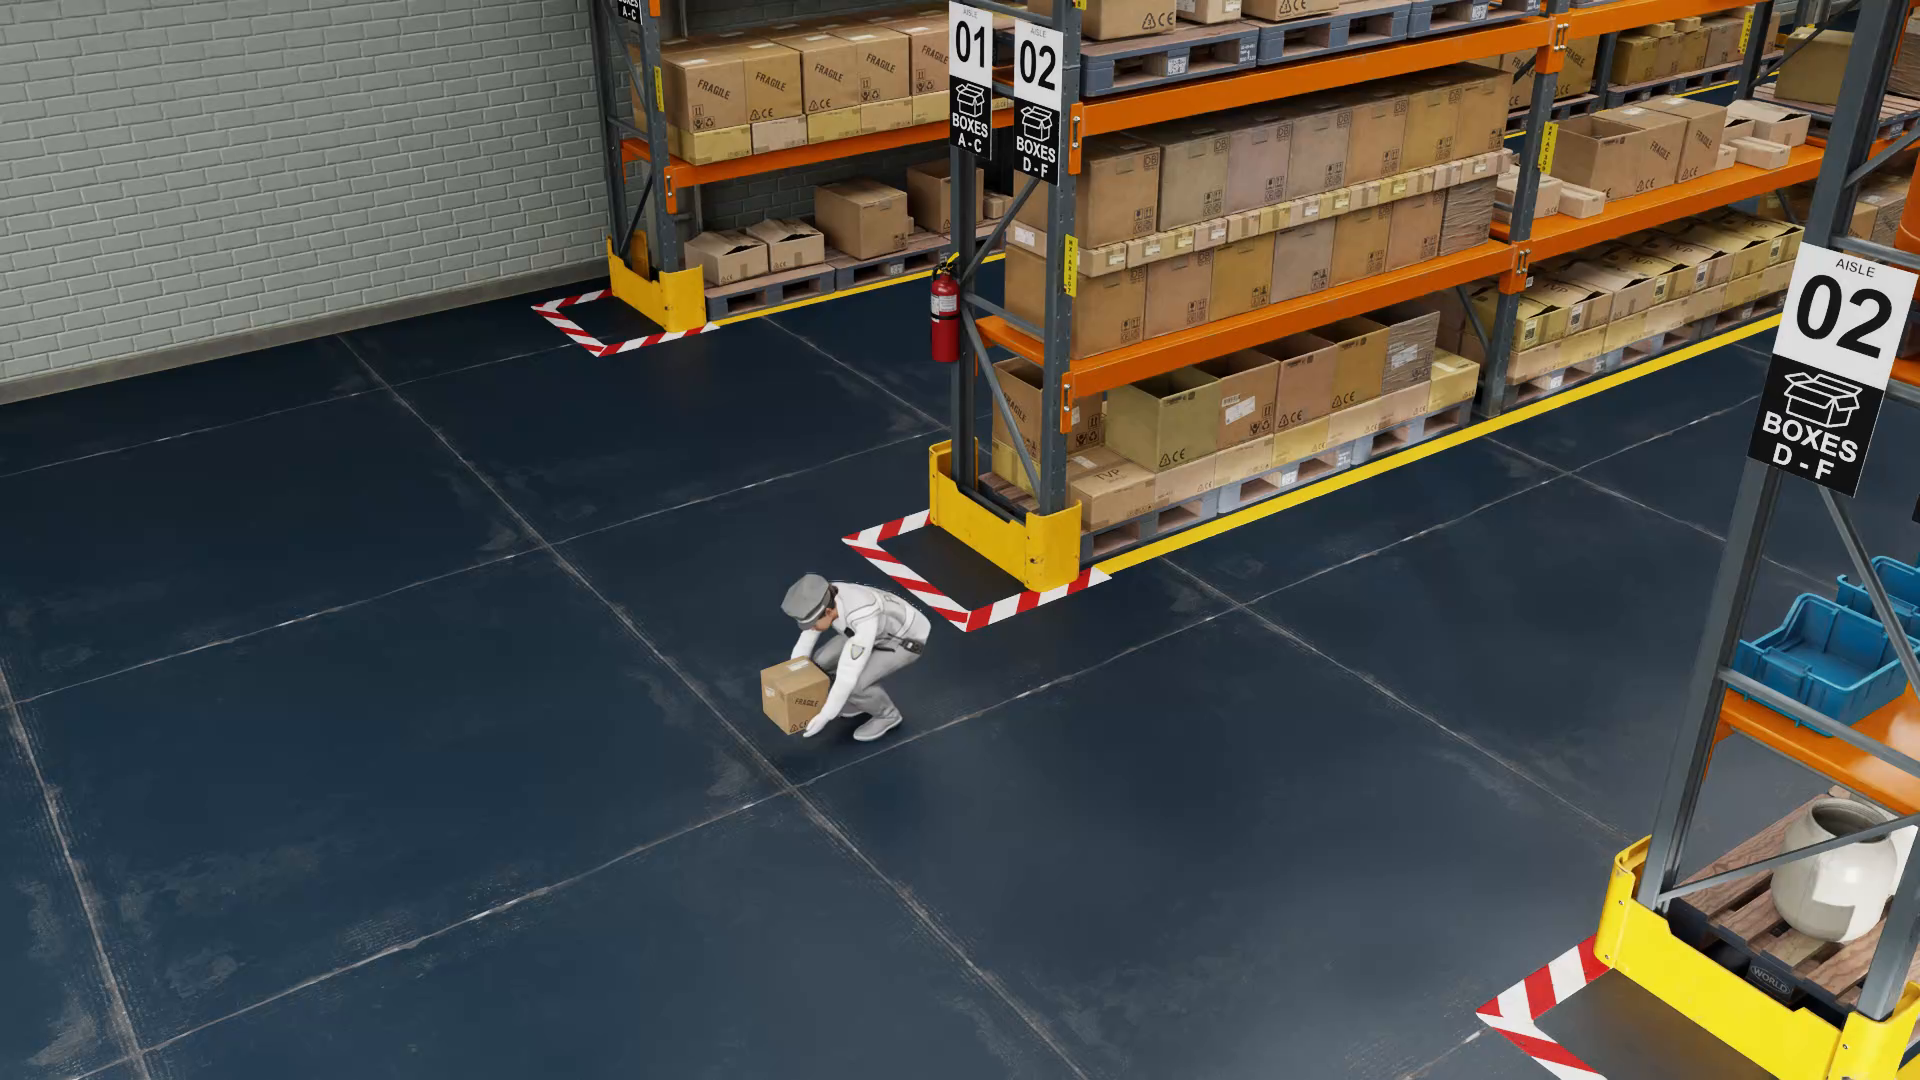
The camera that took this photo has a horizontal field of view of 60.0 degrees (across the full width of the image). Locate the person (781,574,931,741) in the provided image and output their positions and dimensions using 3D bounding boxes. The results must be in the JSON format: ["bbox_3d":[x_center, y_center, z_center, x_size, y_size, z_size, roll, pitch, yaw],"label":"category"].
[{"bbox_3d":[-0.522,0.540,8.355,0.815,0.984,0.493,-19,34,-31],"label":"person"}]
